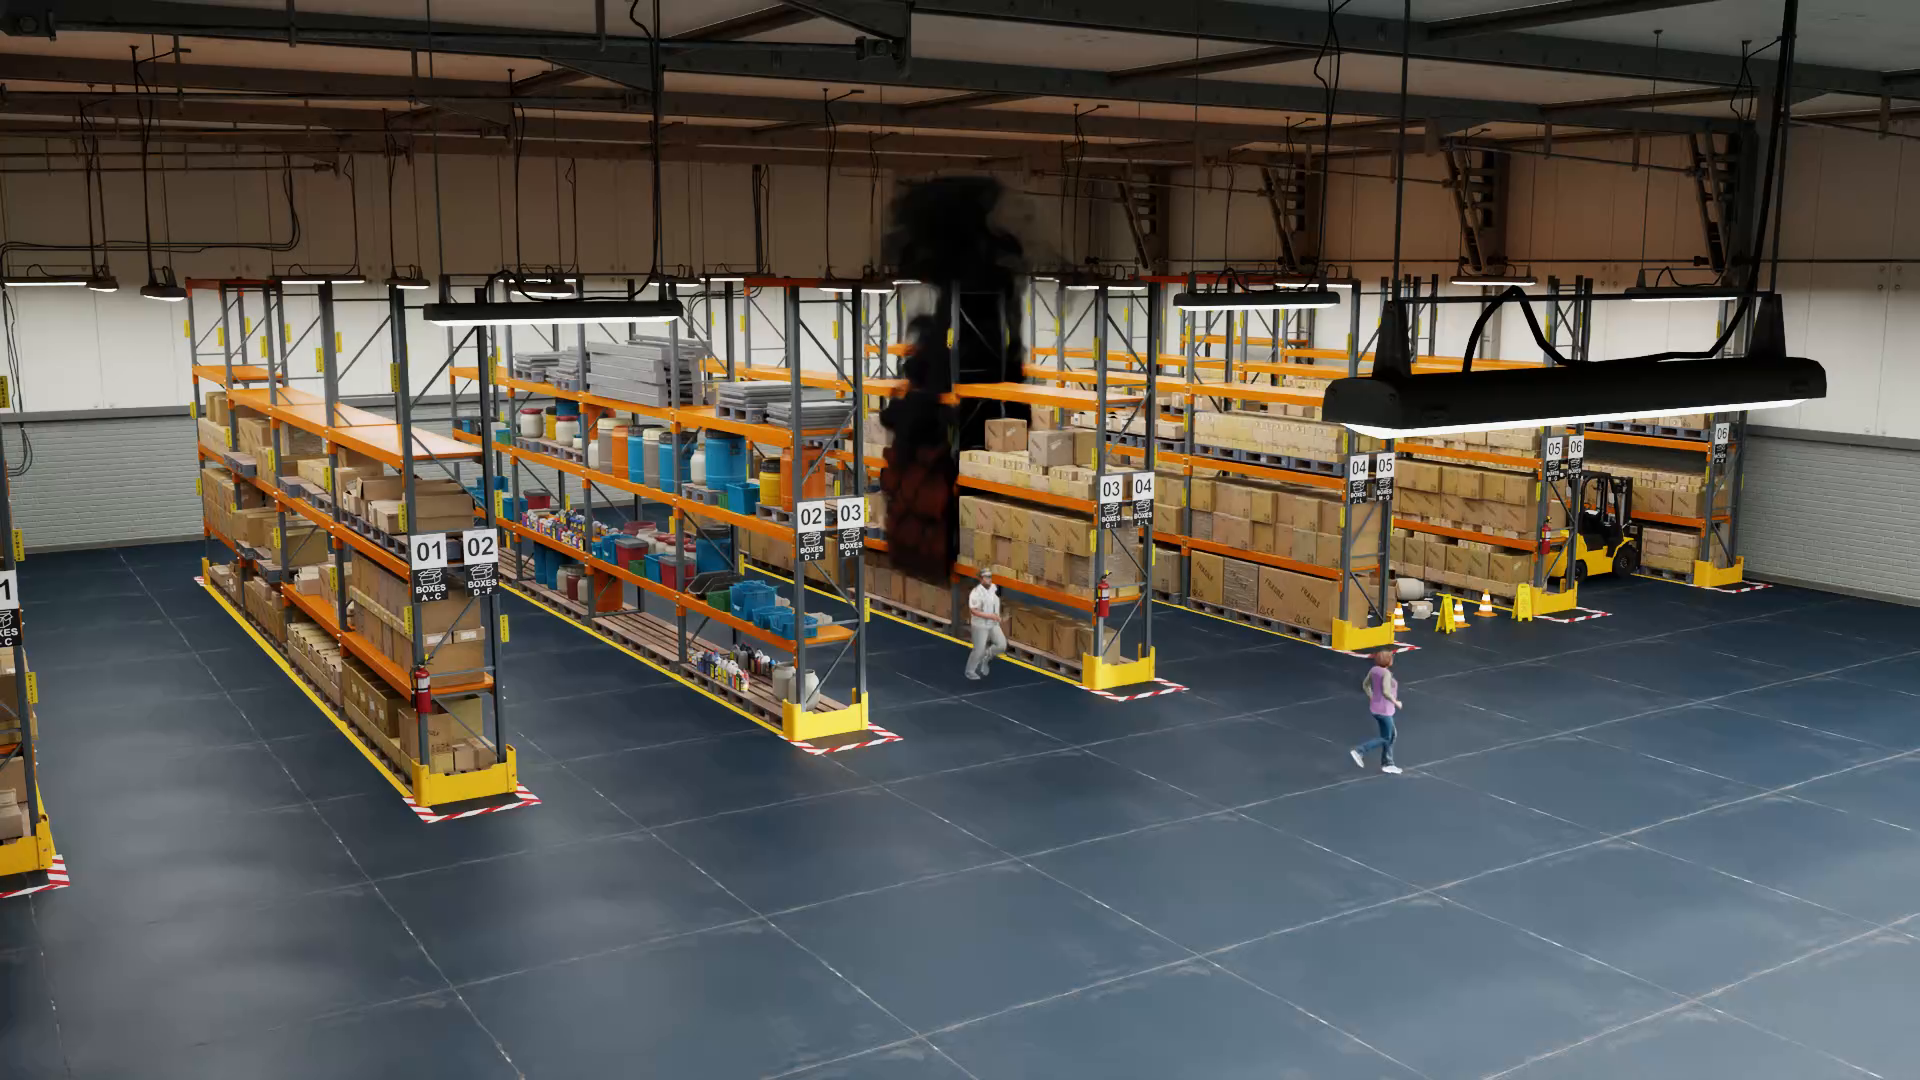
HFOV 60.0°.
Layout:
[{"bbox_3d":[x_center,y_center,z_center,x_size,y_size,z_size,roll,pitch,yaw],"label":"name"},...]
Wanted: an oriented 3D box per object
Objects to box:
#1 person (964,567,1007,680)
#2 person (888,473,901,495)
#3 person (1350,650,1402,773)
[{"bbox_3d":[0.412,1.250,24.857,0.687,1.738,0.769,-8,13,-40],"label":"person"},{"bbox_3d":[-1.481,-0.677,37.014,0.597,1.659,0.569,-5,11,-27],"label":"person"},{"bbox_3d":[5.180,2.142,20.614,0.718,1.583,0.546,-2,10,-9],"label":"person"}]
